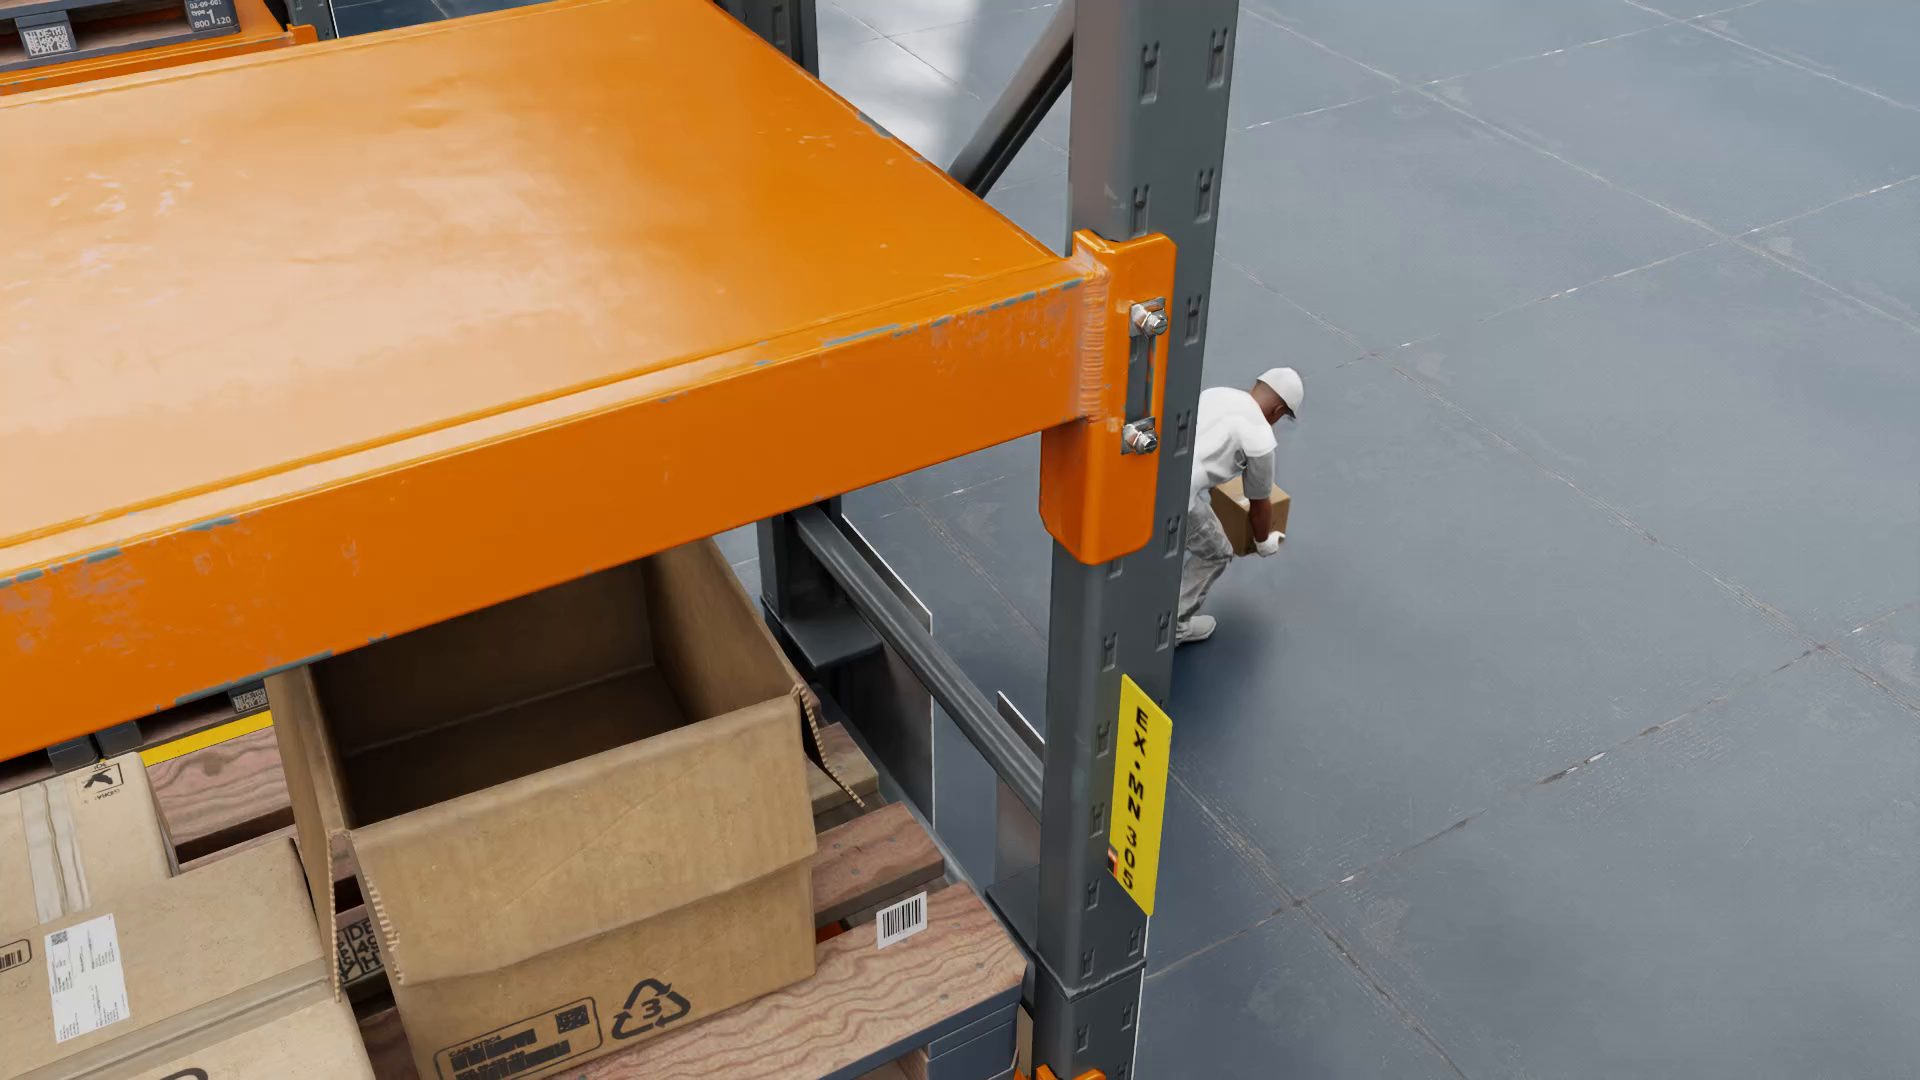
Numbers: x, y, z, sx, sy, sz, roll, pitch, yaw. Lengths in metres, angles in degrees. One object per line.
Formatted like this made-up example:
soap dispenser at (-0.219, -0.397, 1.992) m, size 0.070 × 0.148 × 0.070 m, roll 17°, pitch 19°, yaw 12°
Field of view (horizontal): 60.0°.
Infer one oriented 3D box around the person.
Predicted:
person at (1.072, -0.142, 7.338) m, size 0.967 × 1.169 × 0.517 m, roll -21°, pitch 41°, yaw -26°
